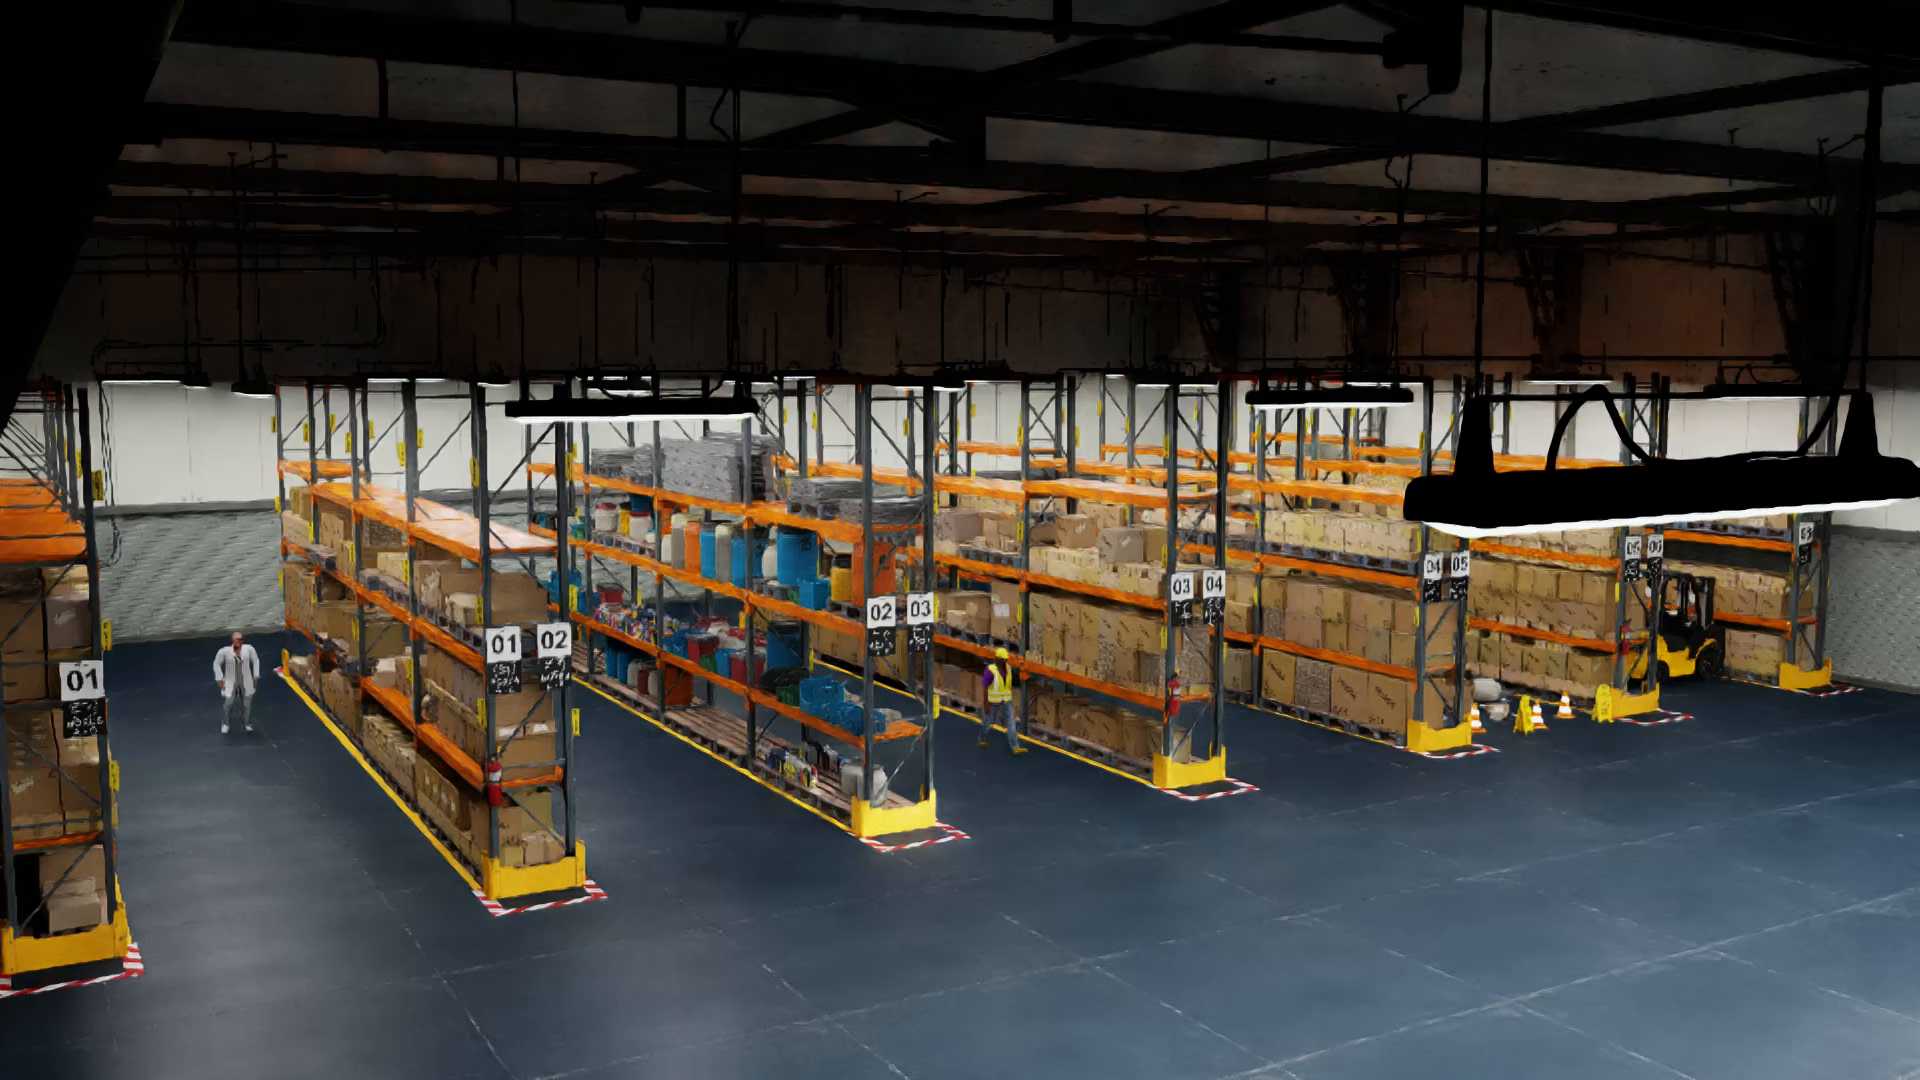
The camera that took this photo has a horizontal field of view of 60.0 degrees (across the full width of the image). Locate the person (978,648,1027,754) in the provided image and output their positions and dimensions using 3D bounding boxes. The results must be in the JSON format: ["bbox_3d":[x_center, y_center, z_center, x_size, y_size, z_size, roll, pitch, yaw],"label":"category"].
[{"bbox_3d":[0.629,2.560,26.718,0.577,1.691,1.121,-3,7,-27],"label":"person"}]

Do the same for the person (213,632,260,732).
[{"bbox_3d":[-12.255,2.394,28.184,0.729,1.733,0.546,-4,7,-31],"label":"person"}]

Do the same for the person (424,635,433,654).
[{"bbox_3d":[-9.891,2.067,31.234,0.390,1.674,0.560,-6,8,-43],"label":"person"}]
